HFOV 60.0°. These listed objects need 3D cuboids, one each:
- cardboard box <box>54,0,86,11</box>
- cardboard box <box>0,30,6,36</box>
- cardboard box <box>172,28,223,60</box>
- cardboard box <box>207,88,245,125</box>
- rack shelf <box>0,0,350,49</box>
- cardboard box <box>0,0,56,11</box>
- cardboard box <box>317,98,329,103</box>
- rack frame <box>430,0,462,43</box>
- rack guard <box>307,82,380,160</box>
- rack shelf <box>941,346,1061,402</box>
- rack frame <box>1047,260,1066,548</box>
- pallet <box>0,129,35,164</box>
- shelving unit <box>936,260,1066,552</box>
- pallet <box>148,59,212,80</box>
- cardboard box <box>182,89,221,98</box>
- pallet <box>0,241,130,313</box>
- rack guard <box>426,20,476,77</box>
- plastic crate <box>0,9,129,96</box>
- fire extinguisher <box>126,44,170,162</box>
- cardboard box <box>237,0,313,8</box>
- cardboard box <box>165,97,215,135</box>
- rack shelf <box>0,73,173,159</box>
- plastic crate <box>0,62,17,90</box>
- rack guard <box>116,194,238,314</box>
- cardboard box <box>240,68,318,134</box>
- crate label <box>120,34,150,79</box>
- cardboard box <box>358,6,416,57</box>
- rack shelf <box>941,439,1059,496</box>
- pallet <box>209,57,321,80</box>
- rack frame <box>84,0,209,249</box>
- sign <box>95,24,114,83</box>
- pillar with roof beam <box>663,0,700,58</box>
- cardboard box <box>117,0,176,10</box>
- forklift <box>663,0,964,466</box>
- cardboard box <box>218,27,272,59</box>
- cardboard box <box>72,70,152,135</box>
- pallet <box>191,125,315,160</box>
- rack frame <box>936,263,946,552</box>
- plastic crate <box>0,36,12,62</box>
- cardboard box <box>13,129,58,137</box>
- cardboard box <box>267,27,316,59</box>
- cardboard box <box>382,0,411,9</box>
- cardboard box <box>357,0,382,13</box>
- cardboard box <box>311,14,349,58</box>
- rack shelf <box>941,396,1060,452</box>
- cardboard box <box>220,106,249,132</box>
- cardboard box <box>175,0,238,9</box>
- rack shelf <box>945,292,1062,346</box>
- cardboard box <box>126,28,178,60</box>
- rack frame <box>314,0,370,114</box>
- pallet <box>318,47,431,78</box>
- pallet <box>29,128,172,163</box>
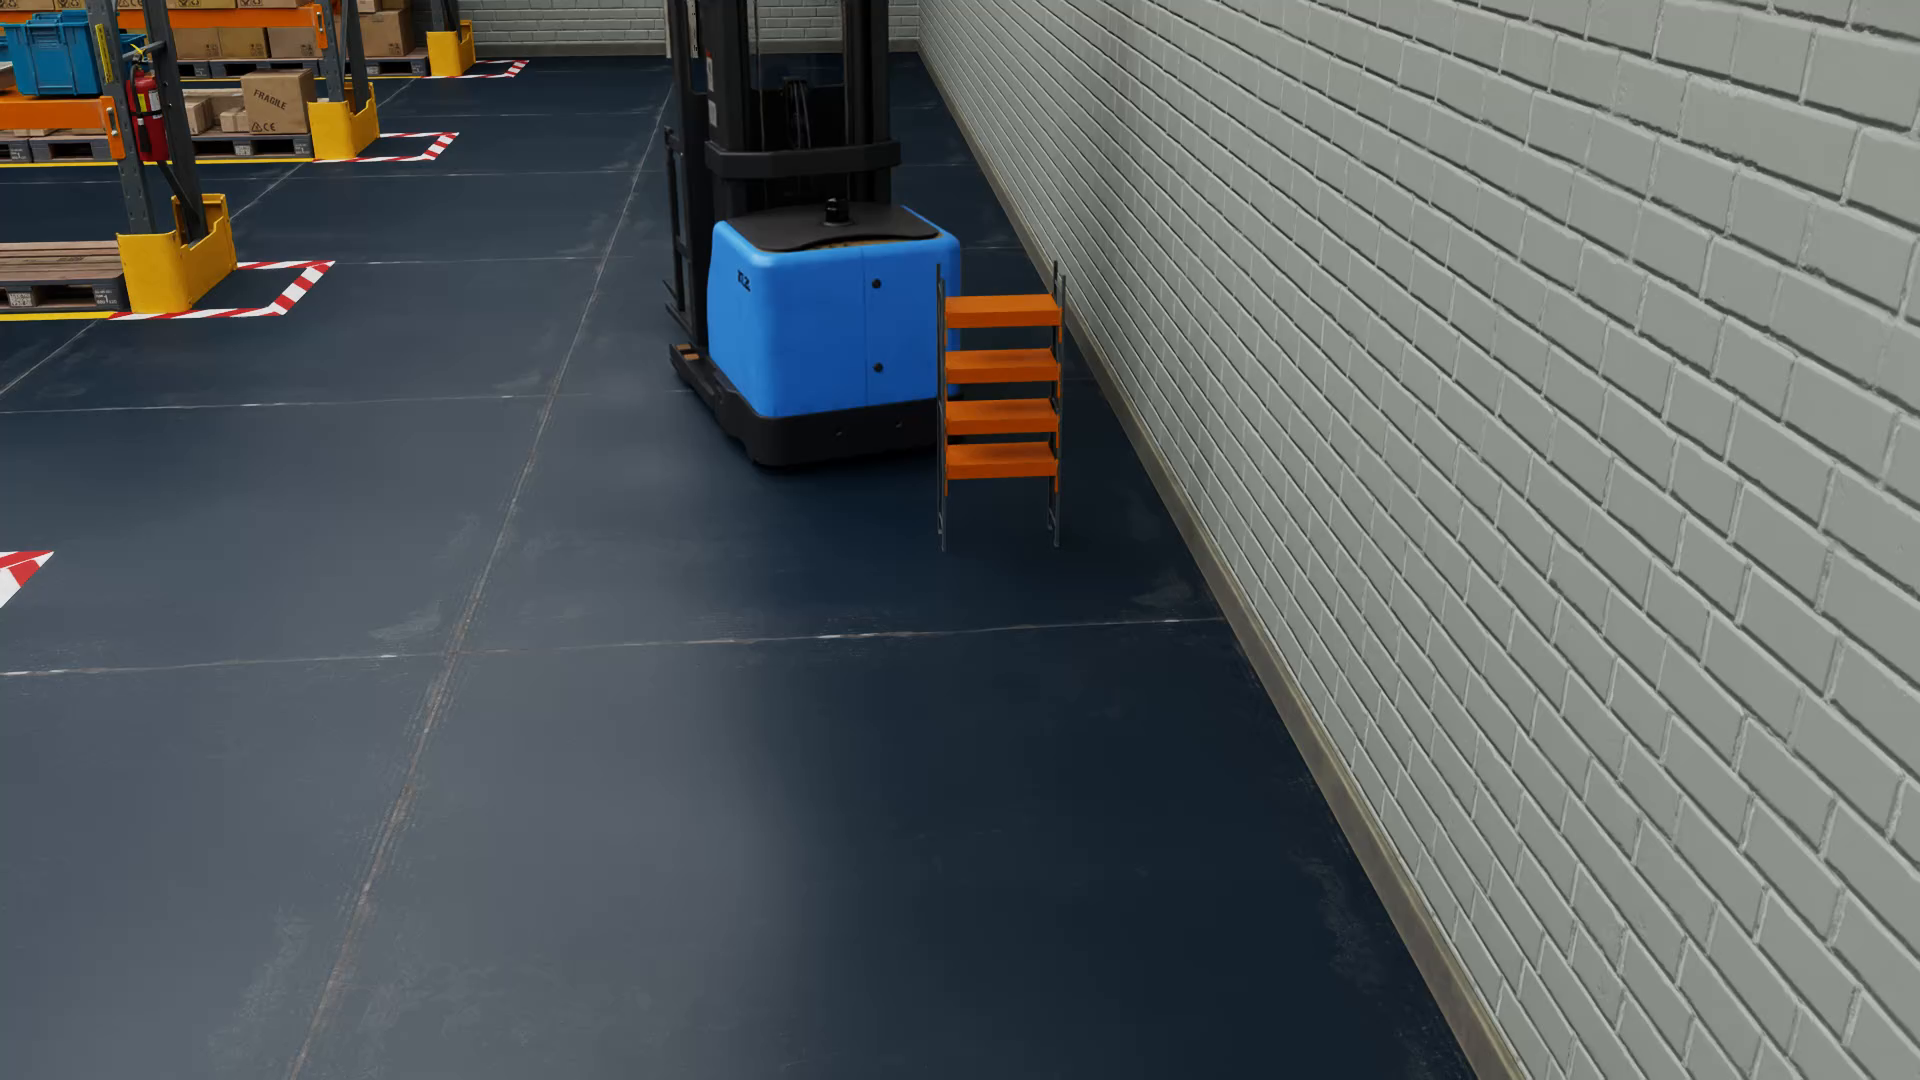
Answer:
[{"bbox_3d":[-7.541,-4.883,14.421,0.500,0.500,0.500,-3,24,-6],"label":"cardboard box"},{"bbox_3d":[-10.713,-5.999,19.183,0.750,0.750,0.750,-2,24,-5],"label":"cardboard box"},{"bbox_3d":[-8.825,-5.925,19.447,0.500,0.500,0.700,-3,24,-6],"label":"cardboard box"},{"bbox_3d":[-6.674,-4.043,15.497,0.500,0.250,0.500,-2,24,-5],"label":"cardboard box"},{"bbox_3d":[-7.598,-4.617,14.830,4.000,0.370,1.077,-2,24,-5],"label":"rack shelf"},{"bbox_3d":[-8.047,-4.862,14.373,0.500,0.500,0.500,-2,24,-5],"label":"cardboard box"},{"bbox_3d":[-6.058,-4.046,15.628,0.250,0.149,0.380,-2,24,-5],"label":"cardboard box"},{"bbox_3d":[-6.098,-7.028,19.368,0.127,3.000,1.000,-2,24,-5],"label":"rack frame"},{"bbox_3d":[-5.683,-3.880,15.364,0.348,0.500,1.175,-2,24,-5],"label":"rack guard"},{"bbox_3d":[0.165,-0.698,6.958,0.480,0.148,0.258,-2,24,-5],"label":"rack shelf"},{"bbox_3d":[0.408,-0.565,7.043,0.015,1.200,0.240,-2,24,-5],"label":"rack frame"},{"bbox_3d":[-8.905,-3.618,15.131,1.213,0.211,1.003,-2,24,-5],"label":"pallet"},{"bbox_3d":[0.165,-0.555,7.021,0.503,1.200,0.258,-2,24,-5],"label":"shelving unit"},{"bbox_3d":[-9.315,-5.592,19.572,1.213,0.211,1.003,-2,24,-5],"label":"pallet"},{"bbox_3d":[-7.172,-4.023,15.452,0.500,0.250,0.500,-2,24,-5],"label":"cardboard box"},{"bbox_3d":[-5.949,-1.732,10.886,1.213,0.211,1.003,-2,24,-5],"label":"pallet"},{"bbox_3d":[-6.075,-5.886,19.878,0.348,0.500,1.175,-2,24,-5],"label":"rack guard"},{"bbox_3d":[-5.440,-2.978,10.139,0.499,0.435,0.616,-2,24,-5],"label":"plastic crate"},{"bbox_3d":[-4.930,-2.640,10.050,0.183,0.674,0.296,-2,24,-5],"label":"fire extinguisher"},{"bbox_3d":[-6.027,-4.943,14.555,0.500,0.500,0.500,-2,24,-4],"label":"cardboard box"},{"bbox_3d":[-7.073,-3.823,15.002,0.500,0.250,0.500,-2,24,-5],"label":"cardboard box"},{"bbox_3d":[-7.115,-2.615,10.325,4.000,0.370,1.077,-2,24,-5],"label":"rack shelf"},{"bbox_3d":[-5.918,-2.824,10.162,0.243,0.136,0.396,-2,24,-5],"label":"plastic crate"},{"bbox_3d":[-5.102,-1.887,10.880,0.348,0.500,1.175,-2,24,-5],"label":"rack guard"},{"bbox_3d":[-6.125,-3.963,15.009,0.500,0.500,0.500,-2,24,-5],"label":"cardboard box"},{"bbox_3d":[-5.403,-3.097,10.658,0.303,0.233,0.416,-2,24,-5],"label":"crate label"},{"bbox_3d":[-6.785,-6.009,19.636,0.500,0.500,0.700,-2,24,-5],"label":"cardboard box"},{"bbox_3d":[0.165,-0.312,7.129,0.480,0.148,0.258,-2,24,-5],"label":"rack shelf"},{"bbox_3d":[-8.098,-5.642,19.684,1.213,0.211,1.003,-2,24,-5],"label":"pallet"},{"bbox_3d":[-5.125,-3.023,10.358,0.127,3.000,1.000,-2,24,-5],"label":"rack frame"},{"bbox_3d":[-5.054,-2.876,9.827,0.005,0.325,0.100,-2,24,-5],"label":"sign"},{"bbox_3d":[-3.073,-8.486,15.263,0.400,9.000,9.100,-2,24,-5],"label":"pillar with roof beam"},{"bbox_3d":[-7.040,-4.903,14.466,0.500,0.500,0.500,-2,24,-5],"label":"cardboard box"},{"bbox_3d":[-0.990,-2.258,8.723,1.130,2.935,3.031,-9,26,-19],"label":"forklift"},{"bbox_3d":[-8.314,-5.944,19.491,0.500,0.500,0.700,-2,24,-4],"label":"cardboard box"},{"bbox_3d":[-7.719,-4.003,15.095,0.637,0.503,0.797,-2,24,-5],"label":"cardboard box"},{"bbox_3d":[-6.477,-3.716,15.350,1.213,0.211,1.003,-2,24,-5],"label":"pallet"},{"bbox_3d":[-0.078,-0.545,6.999,0.015,1.200,0.240,-2,24,-5],"label":"rack frame"},{"bbox_3d":[-6.058,-3.071,10.598,0.300,0.233,0.416,-2,24,-5],"label":"plastic crate"},{"bbox_3d":[-8.290,-3.740,14.918,0.250,0.166,0.380,-2,24,-5],"label":"cardboard box"},{"bbox_3d":[-7.784,-5.968,19.546,0.500,0.500,0.700,-3,24,-7],"label":"cardboard box"},{"bbox_3d":[-6.680,-6.391,19.698,0.250,0.149,0.380,-2,24,-5],"label":"cardboard box"},{"bbox_3d":[-6.895,-6.226,19.327,0.250,0.149,0.380,-3,24,-6],"label":"cardboard box"},{"bbox_3d":[-7.283,-5.989,19.591,0.500,0.500,0.700,-2,24,-5],"label":"cardboard box"},{"bbox_3d":[0.165,-0.493,7.048,0.480,0.148,0.258,-2,24,-5],"label":"rack shelf"},{"bbox_3d":[-6.537,-3.831,15.122,0.250,0.166,0.380,-2,24,-5],"label":"cardboard box"},{"bbox_3d":[-6.543,-4.921,14.505,0.500,0.500,0.500,-2,24,-5],"label":"cardboard box"},{"bbox_3d":[0.165,-0.914,6.862,0.480,0.148,0.258,-2,24,-5],"label":"rack shelf"},{"bbox_3d":[-9.325,-5.906,19.405,0.500,0.500,0.700,-2,24,-4],"label":"cardboard box"},{"bbox_3d":[-5.608,-5.025,14.863,0.127,3.000,1.000,-2,24,-5],"label":"rack frame"},{"bbox_3d":[-6.886,-5.690,19.791,1.213,0.211,1.003,-2,24,-5],"label":"pallet"},{"bbox_3d":[-7.688,-3.668,15.244,1.213,0.211,1.003,-2,24,-5],"label":"pallet"}]
